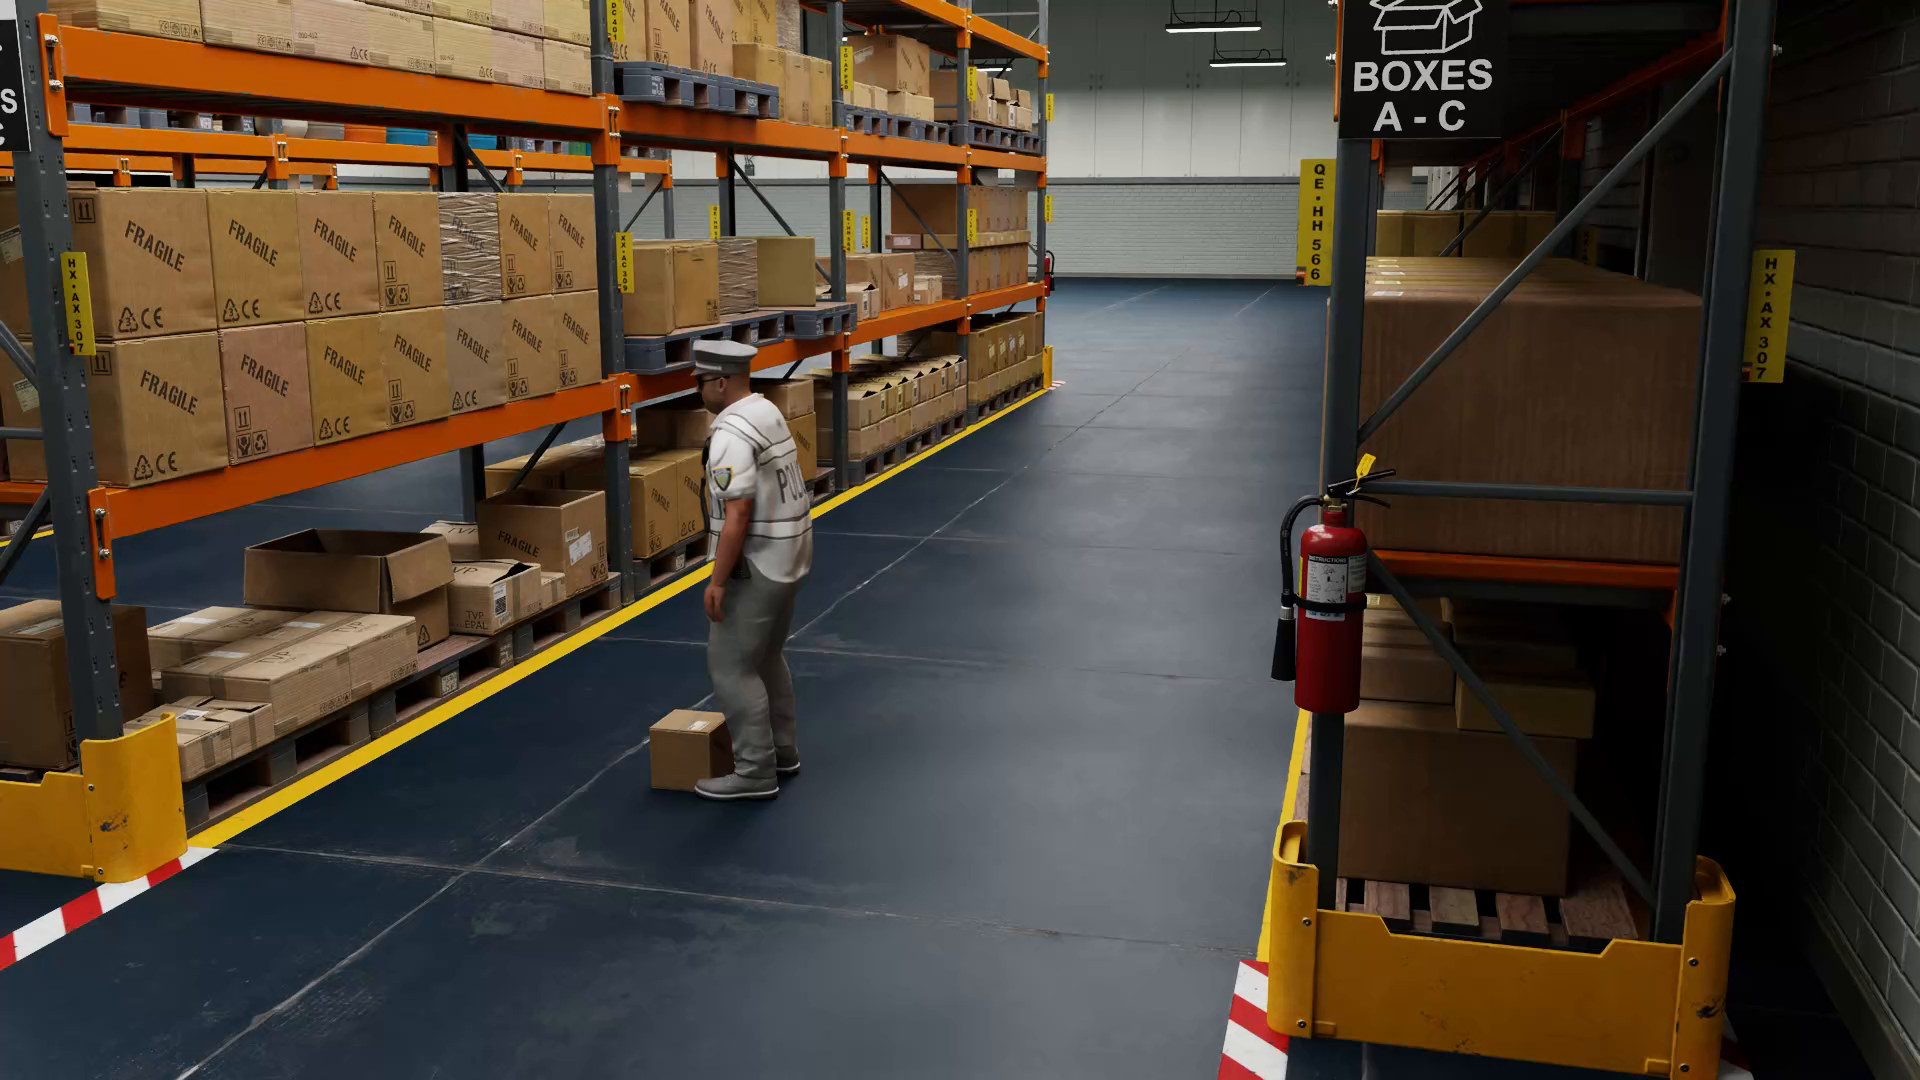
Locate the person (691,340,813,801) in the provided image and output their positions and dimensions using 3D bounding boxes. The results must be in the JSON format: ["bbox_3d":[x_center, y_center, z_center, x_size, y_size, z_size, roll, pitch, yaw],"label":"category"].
[{"bbox_3d":[-0.792,0.111,6.371,0.429,1.749,0.600,2,12,12],"label":"person"}]
